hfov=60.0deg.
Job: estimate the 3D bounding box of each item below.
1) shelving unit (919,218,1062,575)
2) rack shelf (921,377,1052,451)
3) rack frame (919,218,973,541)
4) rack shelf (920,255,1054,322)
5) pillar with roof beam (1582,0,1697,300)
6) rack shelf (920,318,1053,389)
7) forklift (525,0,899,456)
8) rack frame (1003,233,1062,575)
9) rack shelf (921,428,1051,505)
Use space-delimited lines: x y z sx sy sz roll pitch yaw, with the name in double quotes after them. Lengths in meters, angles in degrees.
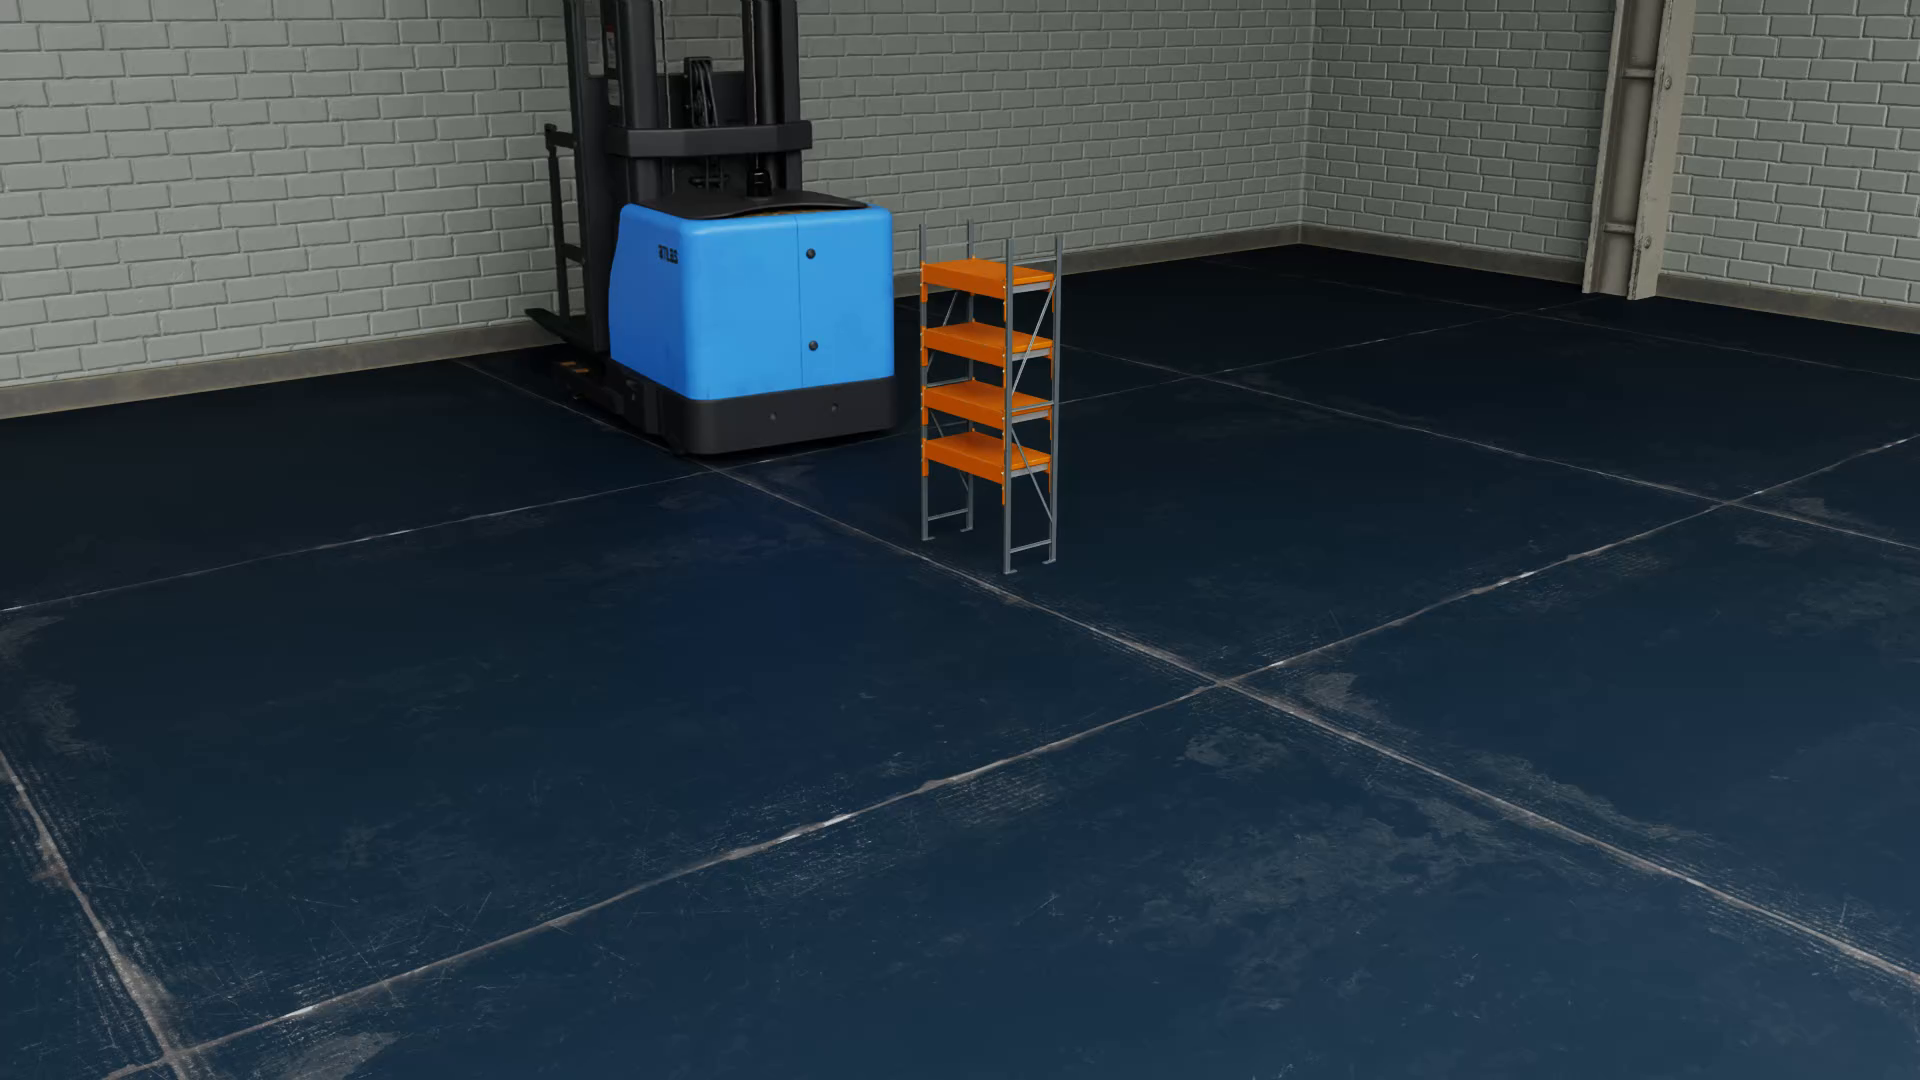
0.103 -0.529 6.051 0.258 1.200 0.503 -14 23 -36 "shelving unit"
0.103 -0.465 6.072 0.258 0.148 0.480 -14 23 -36 "rack shelf"
-0.049 -0.589 6.232 0.240 1.200 0.015 -14 23 -36 "rack frame"
0.103 -0.902 5.927 0.258 0.148 0.480 -14 23 -36 "rack shelf"
1.191 -5.137 7.562 9.100 9.000 0.400 -14 23 -36 "pillar with roof beam"
0.103 -0.677 6.002 0.258 0.148 0.480 -14 23 -36 "rack shelf"
-1.476 -2.175 8.268 1.130 2.935 3.031 -11 21 -29 "forklift"
0.254 -0.469 5.869 0.240 1.200 0.015 -14 23 -36 "rack frame"
0.103 -0.276 6.134 0.258 0.148 0.480 -14 23 -36 "rack shelf"
